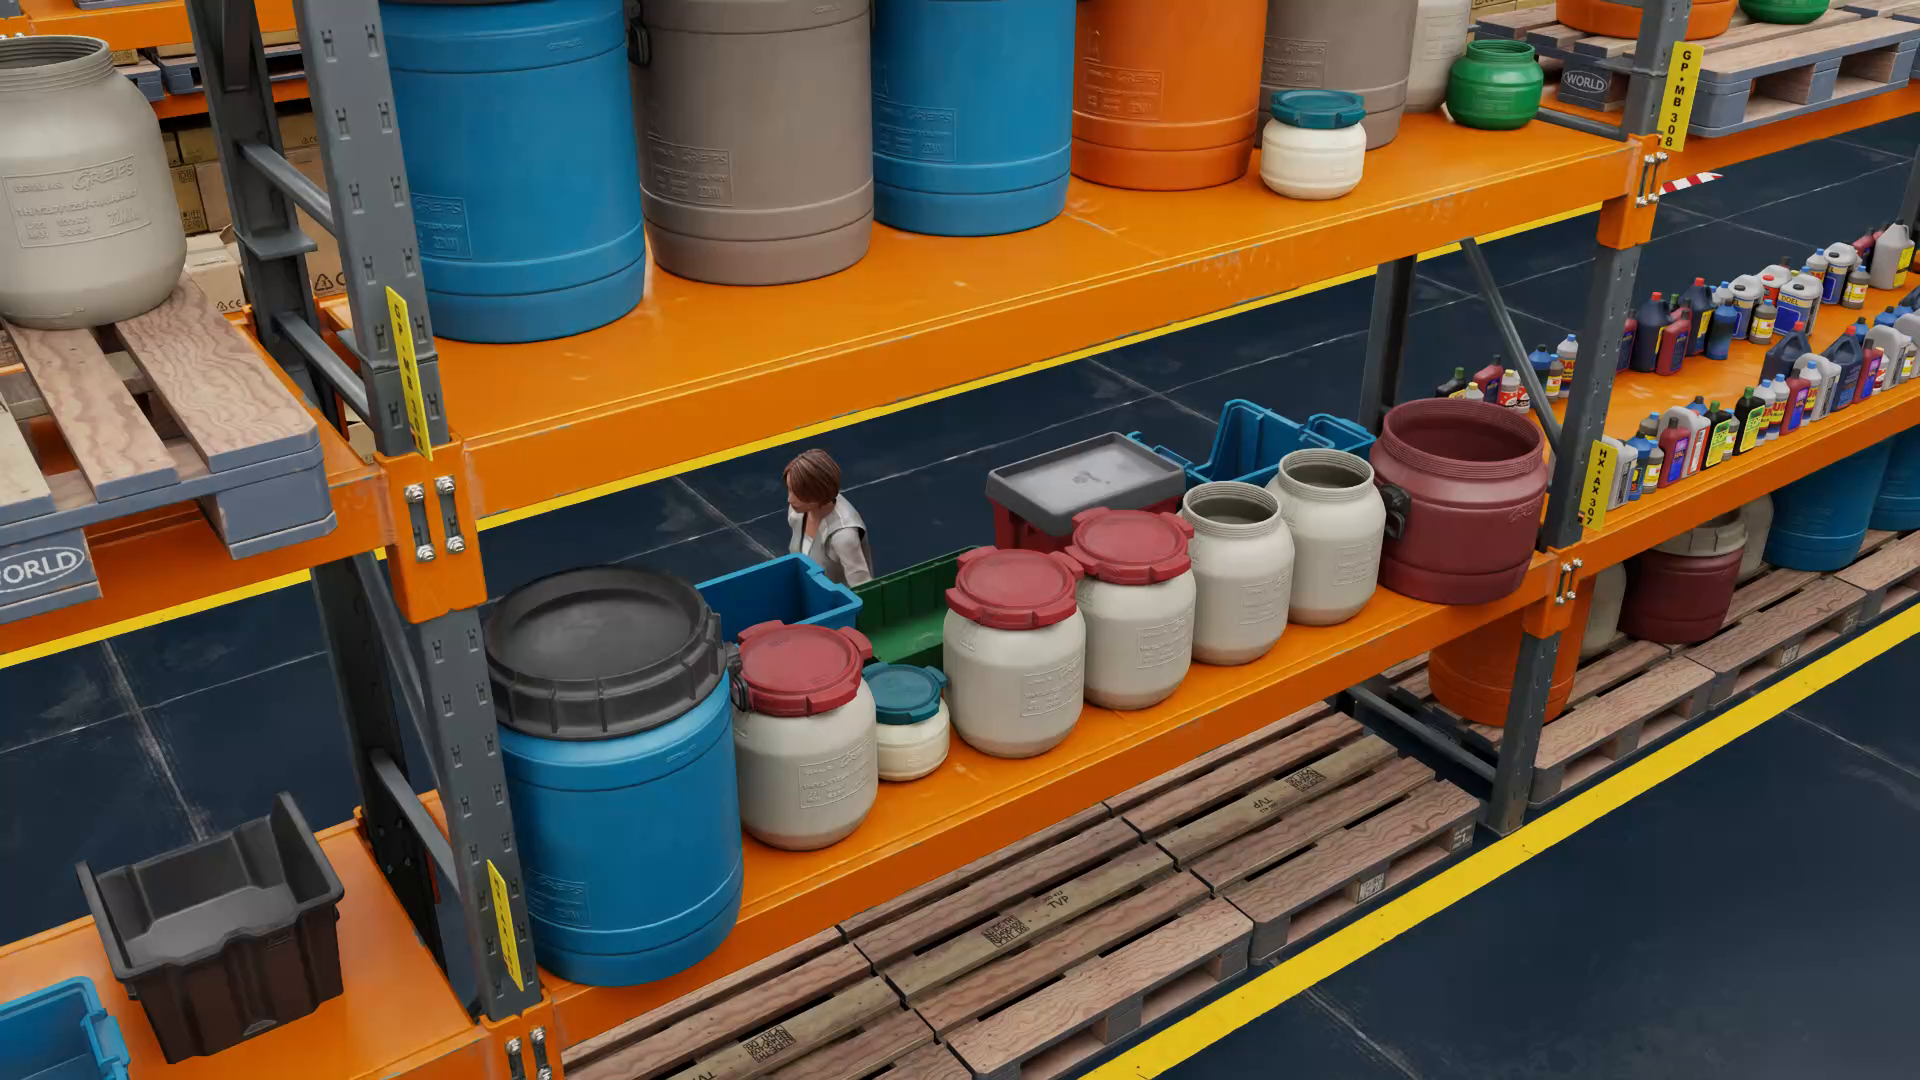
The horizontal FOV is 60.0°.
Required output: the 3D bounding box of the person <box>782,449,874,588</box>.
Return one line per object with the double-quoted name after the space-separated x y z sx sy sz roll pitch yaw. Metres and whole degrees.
-0.514 0.354 6.508 0.342 1.582 0.485 -21 35 -33 "person"
